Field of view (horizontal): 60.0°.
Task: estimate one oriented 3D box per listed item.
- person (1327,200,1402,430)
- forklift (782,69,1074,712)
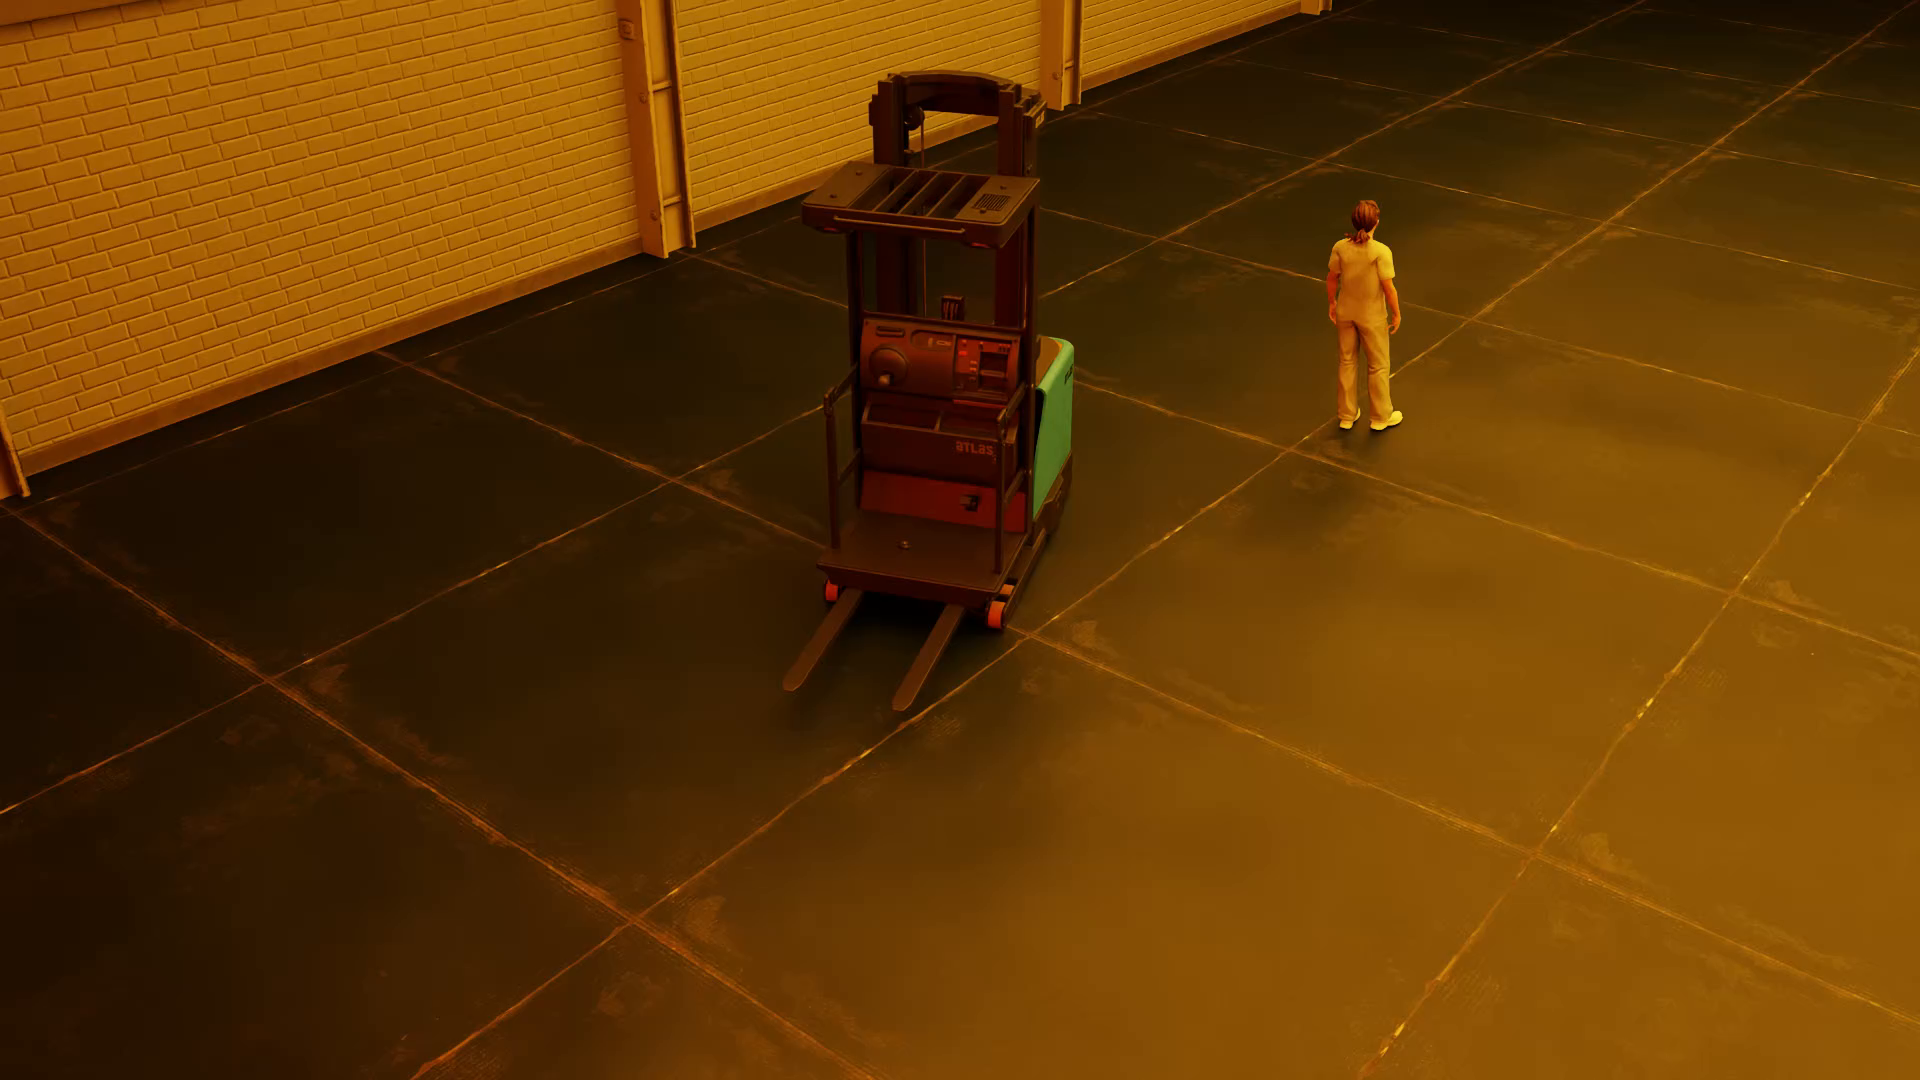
[{"bbox_3d":[2.811,-1.564,11.502,0.550,1.675,0.549,21,37,32],"label":"person"},{"bbox_3d":[-0.176,-0.972,9.258,1.130,2.935,3.031,9,31,14],"label":"forklift"}]
